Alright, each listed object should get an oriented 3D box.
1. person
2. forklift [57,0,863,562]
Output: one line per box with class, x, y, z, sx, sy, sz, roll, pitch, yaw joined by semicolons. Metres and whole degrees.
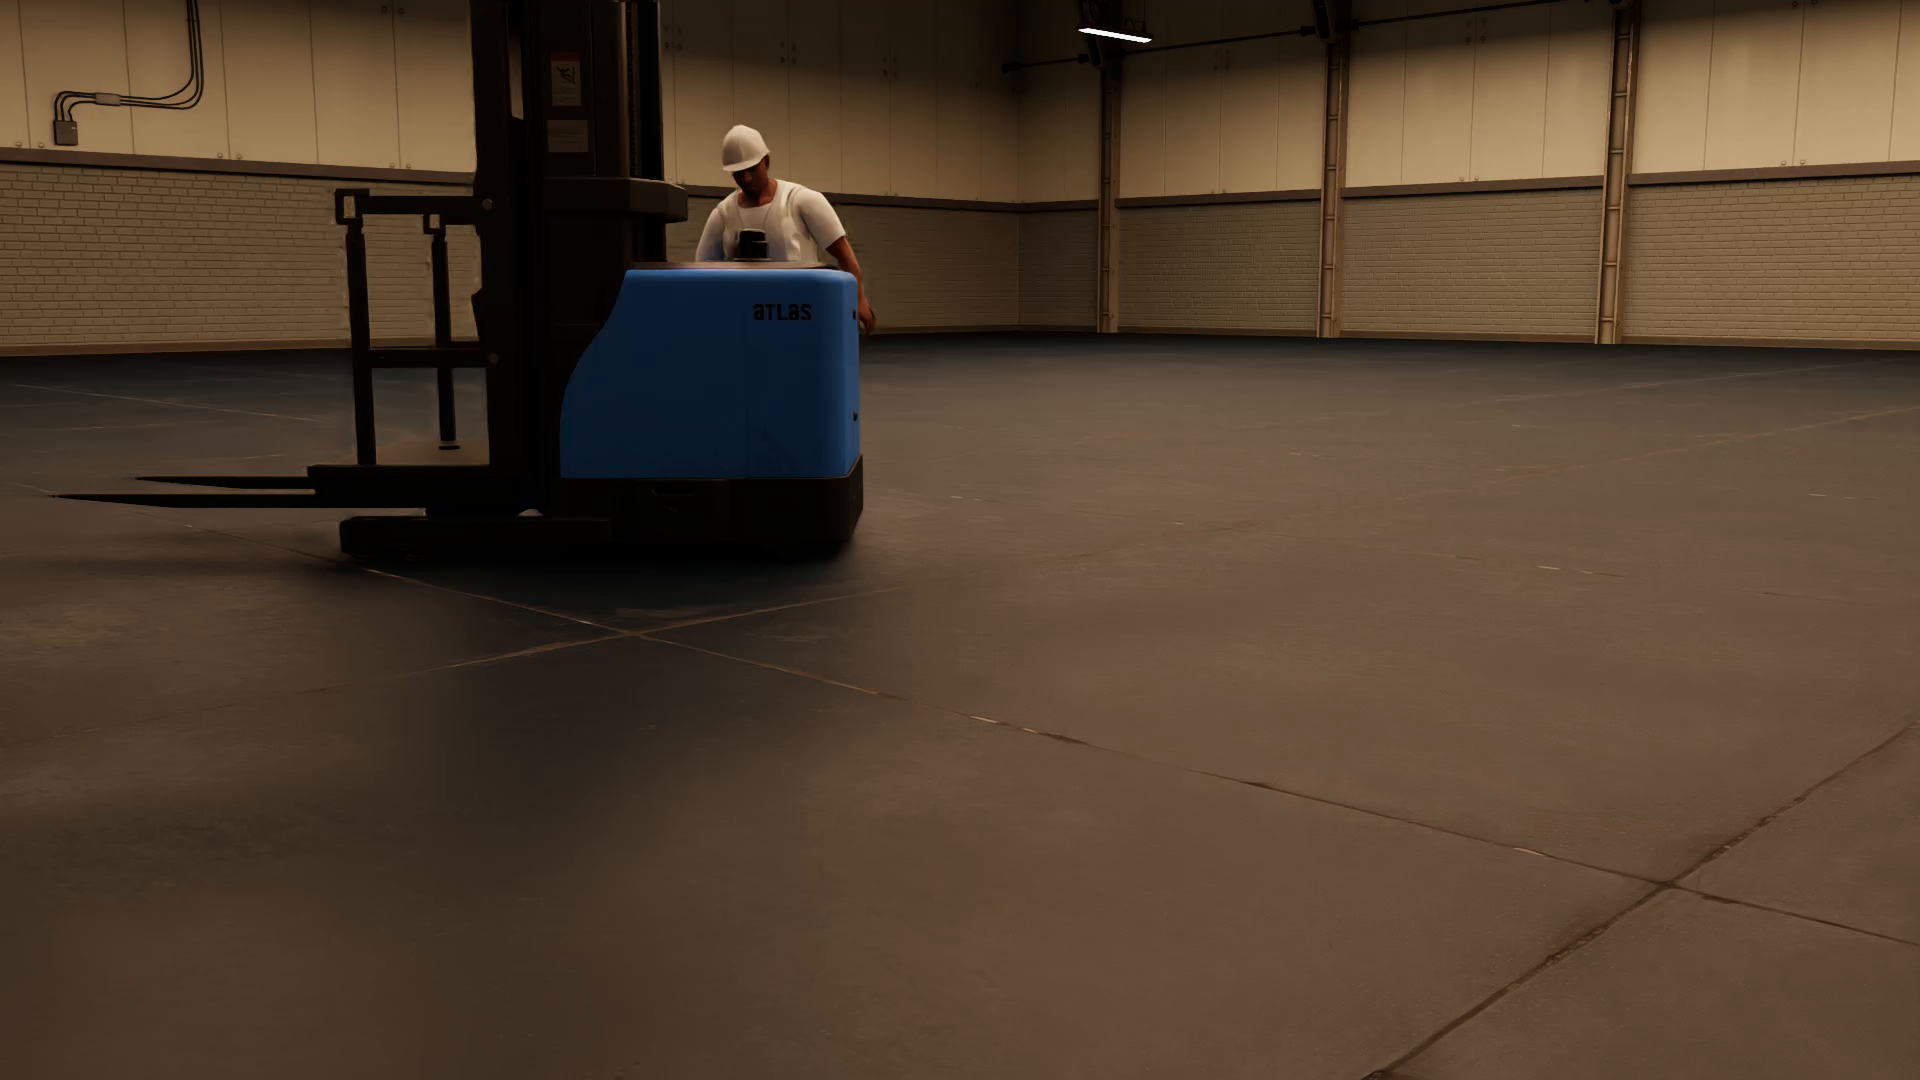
person;-0.865;-0.956;7.384;0.973;1.718;0.437;2;9;10
forklift;-1.929;-1.446;6.479;3.031;2.935;1.130;0;9;0
